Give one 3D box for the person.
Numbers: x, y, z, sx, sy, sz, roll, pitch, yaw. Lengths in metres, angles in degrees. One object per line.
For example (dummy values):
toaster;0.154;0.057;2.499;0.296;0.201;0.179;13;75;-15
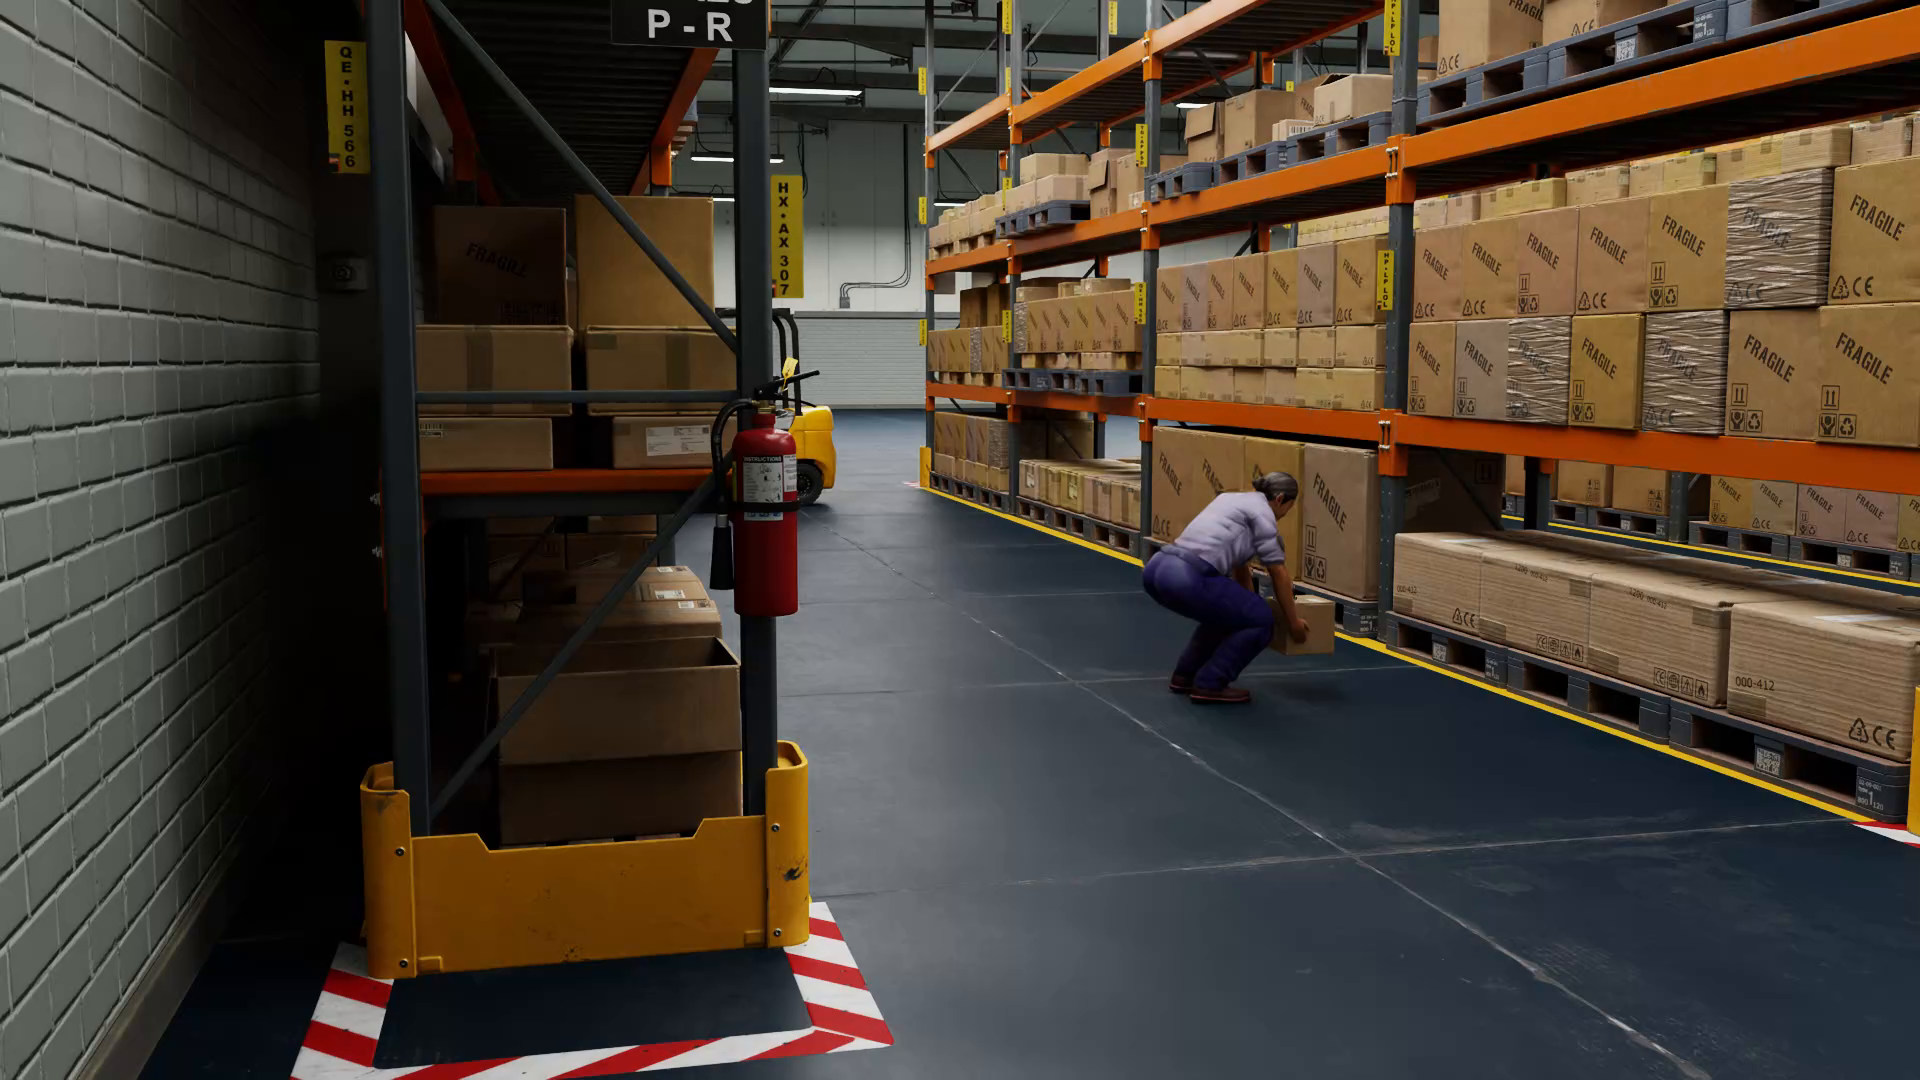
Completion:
person;1.259;0.214;7.962;0.773;1.076;0.536;-2;6;-14
